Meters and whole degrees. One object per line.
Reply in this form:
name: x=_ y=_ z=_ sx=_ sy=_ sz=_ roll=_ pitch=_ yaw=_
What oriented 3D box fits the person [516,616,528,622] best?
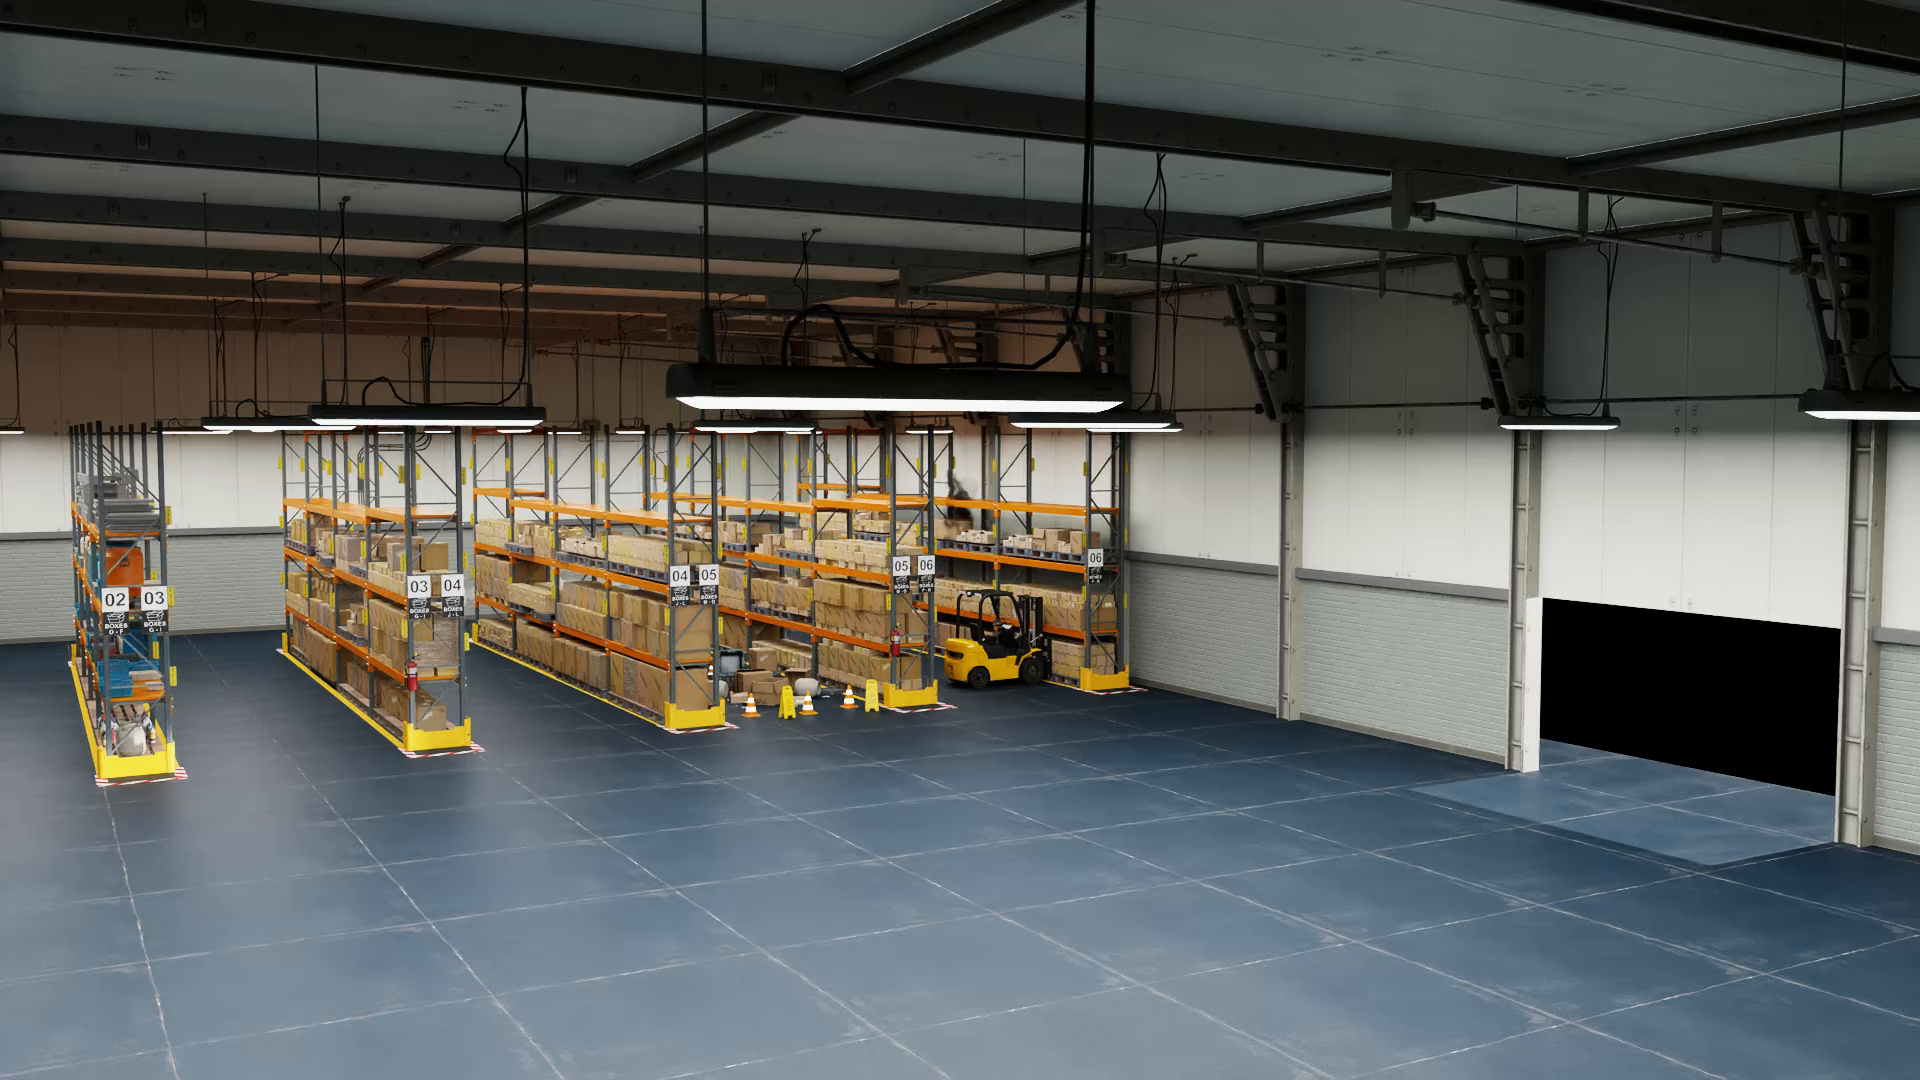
person: x=-12.851 y=1.870 z=48.516 sx=0.695 sy=1.727 sz=0.672 roll=3 pitch=5 yaw=42

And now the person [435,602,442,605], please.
person: x=-13.882 y=2.124 z=44.452 sx=0.598 sy=1.734 sz=0.802 roll=-1 pitch=4 yaw=-18
